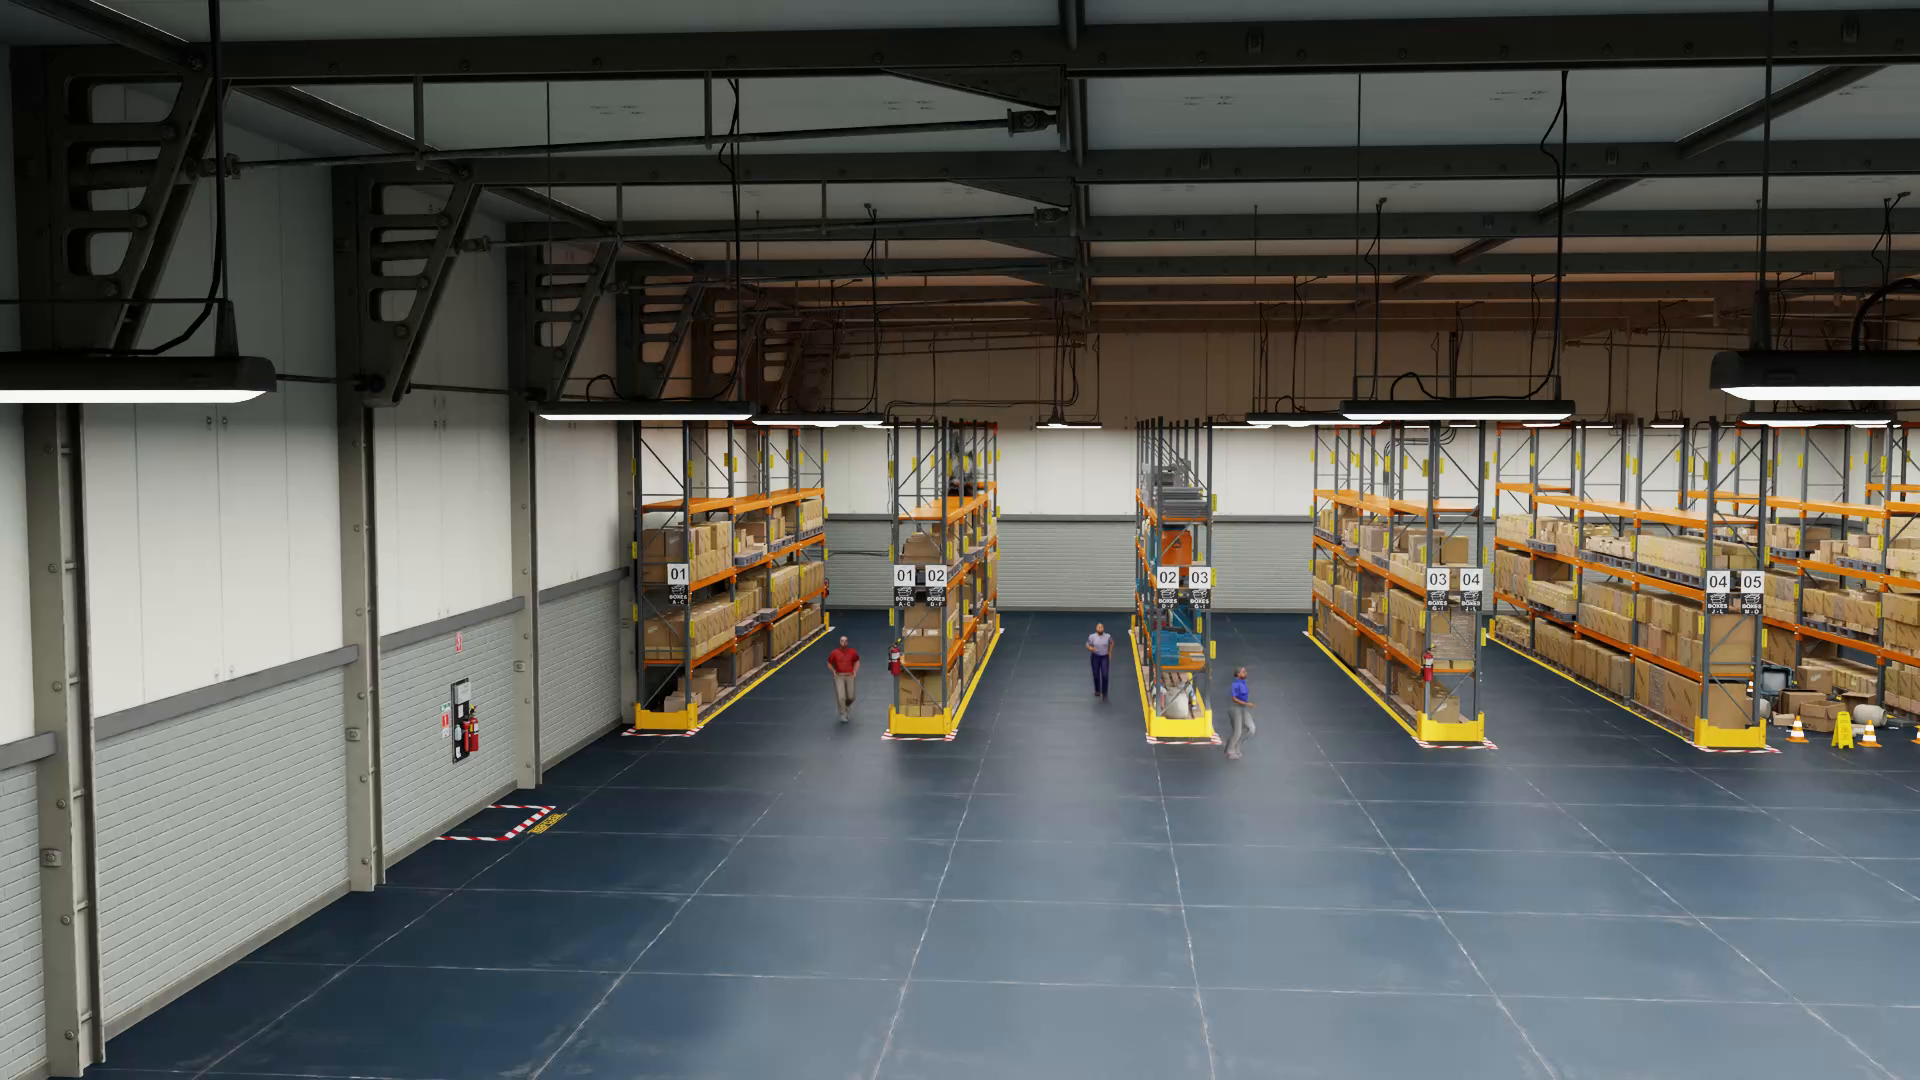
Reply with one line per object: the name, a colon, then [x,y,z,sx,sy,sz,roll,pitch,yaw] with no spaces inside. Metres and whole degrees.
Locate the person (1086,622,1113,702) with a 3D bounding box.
person: [2.977,2.604,35.495,0.587,1.706,0.744,0,4,5]

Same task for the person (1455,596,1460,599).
person: [13.395,1.927,44.212,0.647,1.816,0.835,0,4,7]

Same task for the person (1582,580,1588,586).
person: [16.969,1.940,45.148,0.544,1.725,0.737,-1,4,-12]

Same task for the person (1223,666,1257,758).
person: [4.927,3.010,29.077,0.631,1.637,0.601,3,5,35]

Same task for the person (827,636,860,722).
person: [-2.296,2.738,32.896,0.661,1.666,0.623,-1,4,-11]
